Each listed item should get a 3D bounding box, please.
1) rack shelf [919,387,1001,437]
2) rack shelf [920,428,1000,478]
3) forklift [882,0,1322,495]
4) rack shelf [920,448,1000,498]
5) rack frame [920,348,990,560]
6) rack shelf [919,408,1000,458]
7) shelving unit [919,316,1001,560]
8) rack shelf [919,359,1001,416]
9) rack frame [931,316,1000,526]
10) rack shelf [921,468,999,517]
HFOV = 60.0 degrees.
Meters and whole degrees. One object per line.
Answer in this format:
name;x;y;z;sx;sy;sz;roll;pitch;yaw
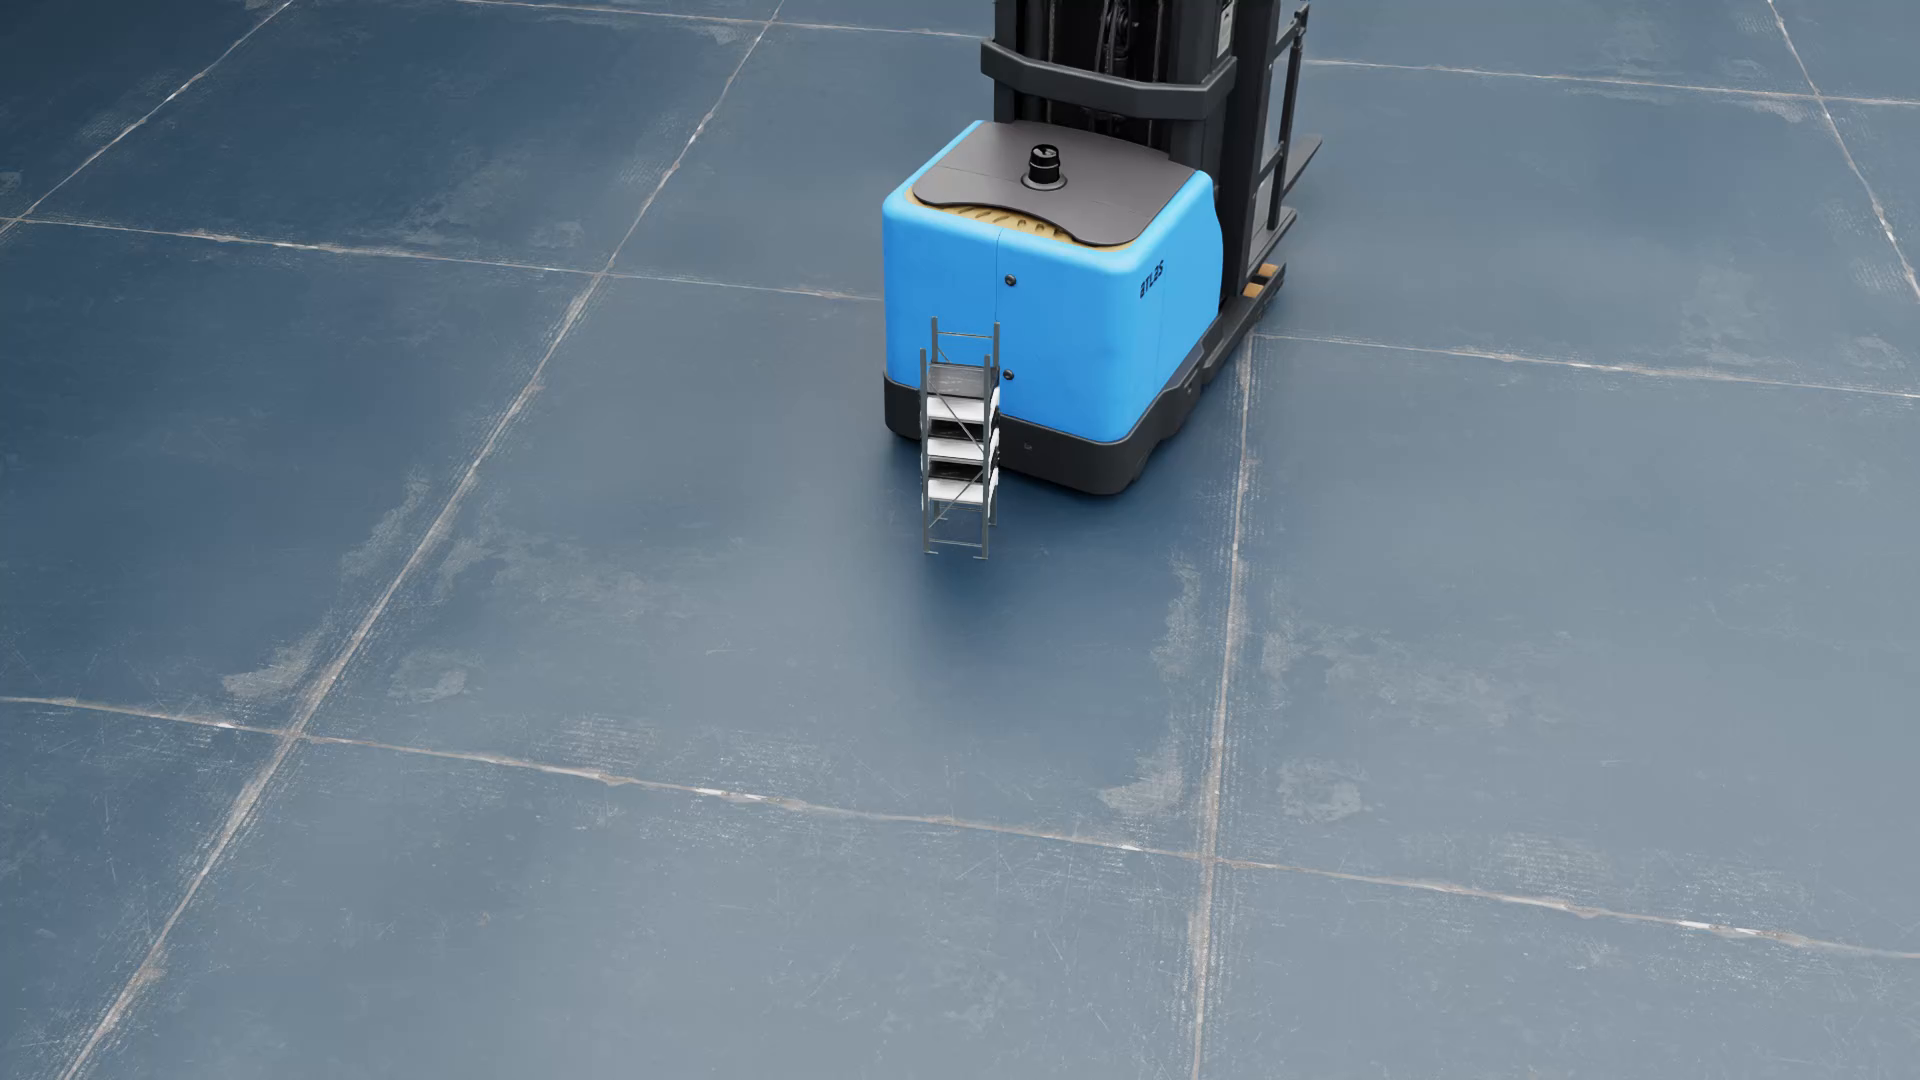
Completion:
rack shelf;0.001;-0.465;5.876;0.258;0.077;0.200;6;40;8
rack shelf;0.001;-0.326;5.991;0.258;0.077;0.200;6;40;8
forklift;0.823;-2.231;6.648;1.130;2.935;3.031;18;43;21
rack shelf;0.001;-0.257;6.048;0.258;0.077;0.200;6;40;8
rack frame;-0.016;-0.288;5.892;0.240;0.900;0.006;6;40;8
rack shelf;0.001;-0.396;5.933;0.258;0.077;0.200;6;40;8
shelving unit;0.001;-0.352;5.969;0.258;0.900;0.210;6;40;8
rack shelf;0.001;-0.534;5.819;0.258;0.077;0.200;6;40;8
rack frame;0.019;-0.416;6.047;0.240;0.900;0.006;6;40;8
rack shelf;0.001;-0.187;6.105;0.258;0.077;0.200;6;40;8
